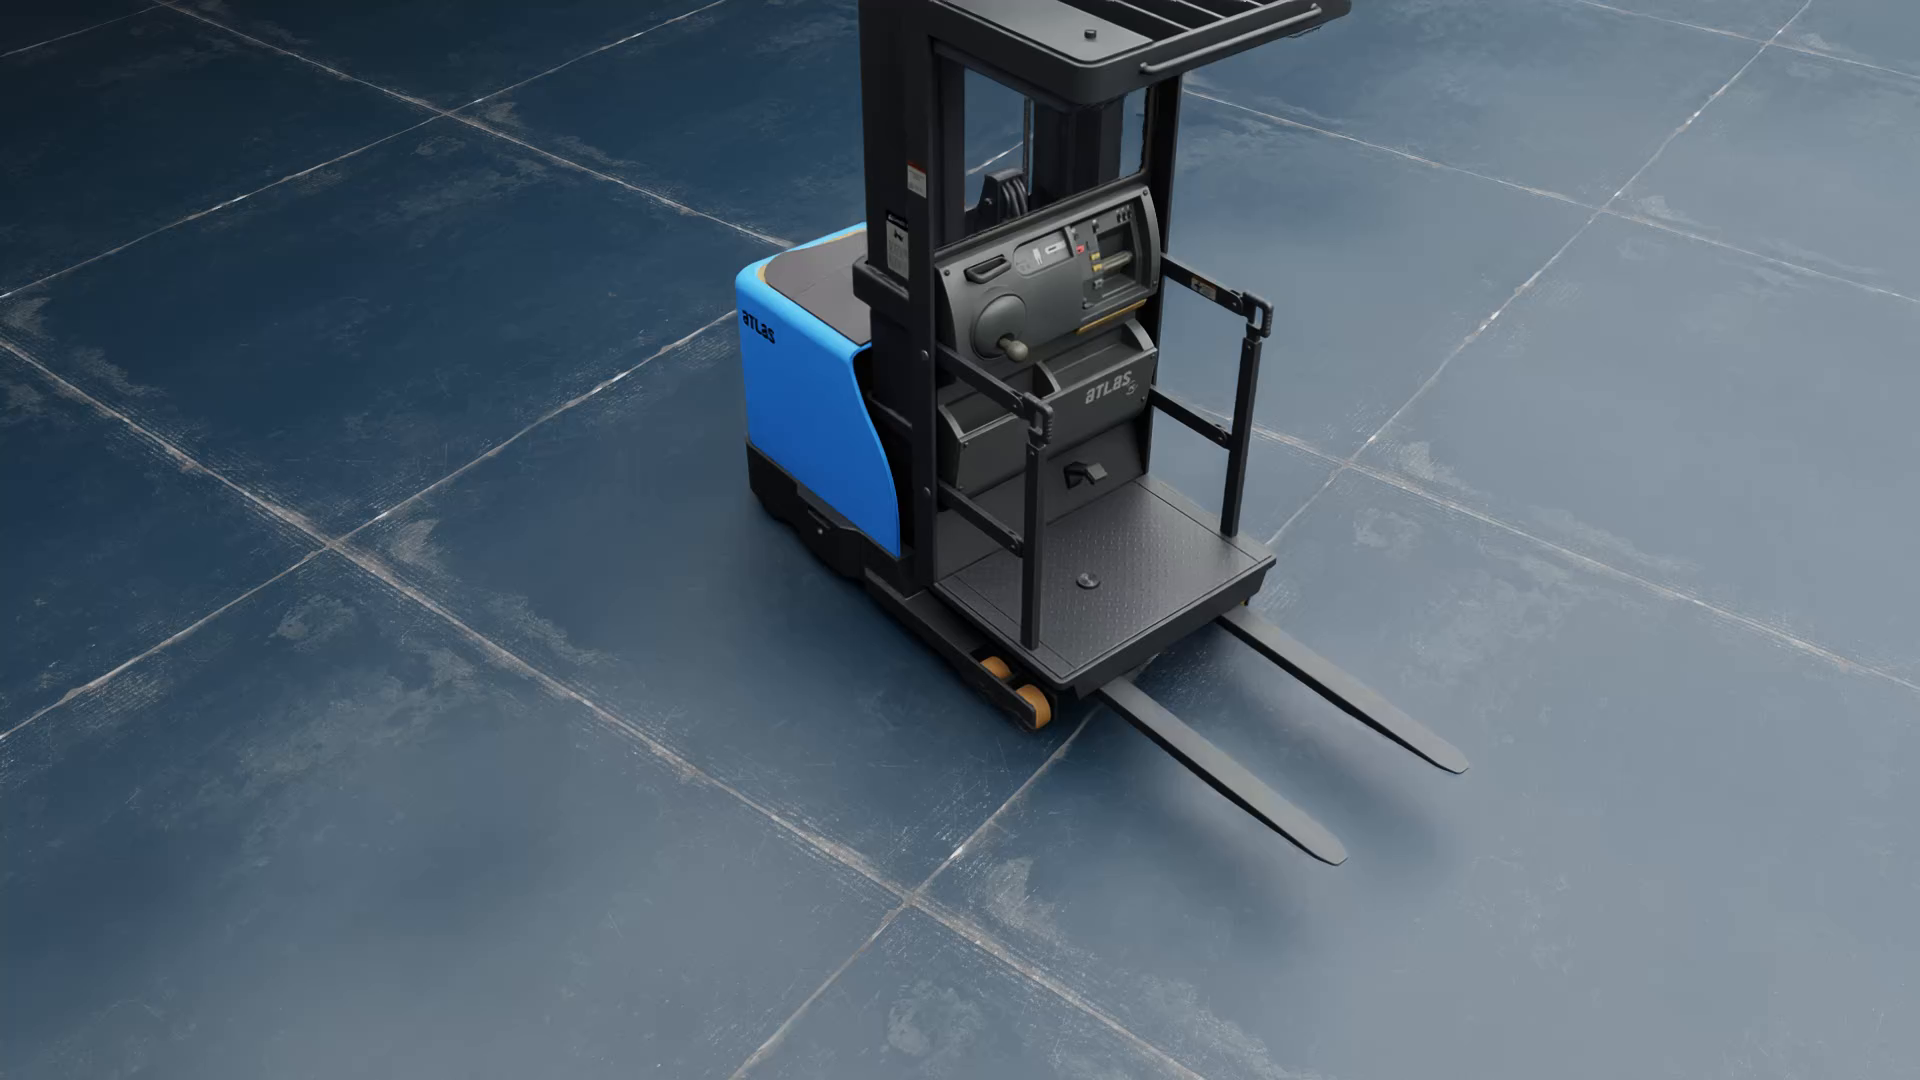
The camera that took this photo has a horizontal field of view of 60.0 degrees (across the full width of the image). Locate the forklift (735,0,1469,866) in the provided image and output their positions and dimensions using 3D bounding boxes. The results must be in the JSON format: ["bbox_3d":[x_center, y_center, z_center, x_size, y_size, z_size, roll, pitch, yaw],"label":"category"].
[{"bbox_3d":[0.450,-0.828,5.430,1.130,2.935,3.031,-27,45,-30],"label":"forklift"}]
